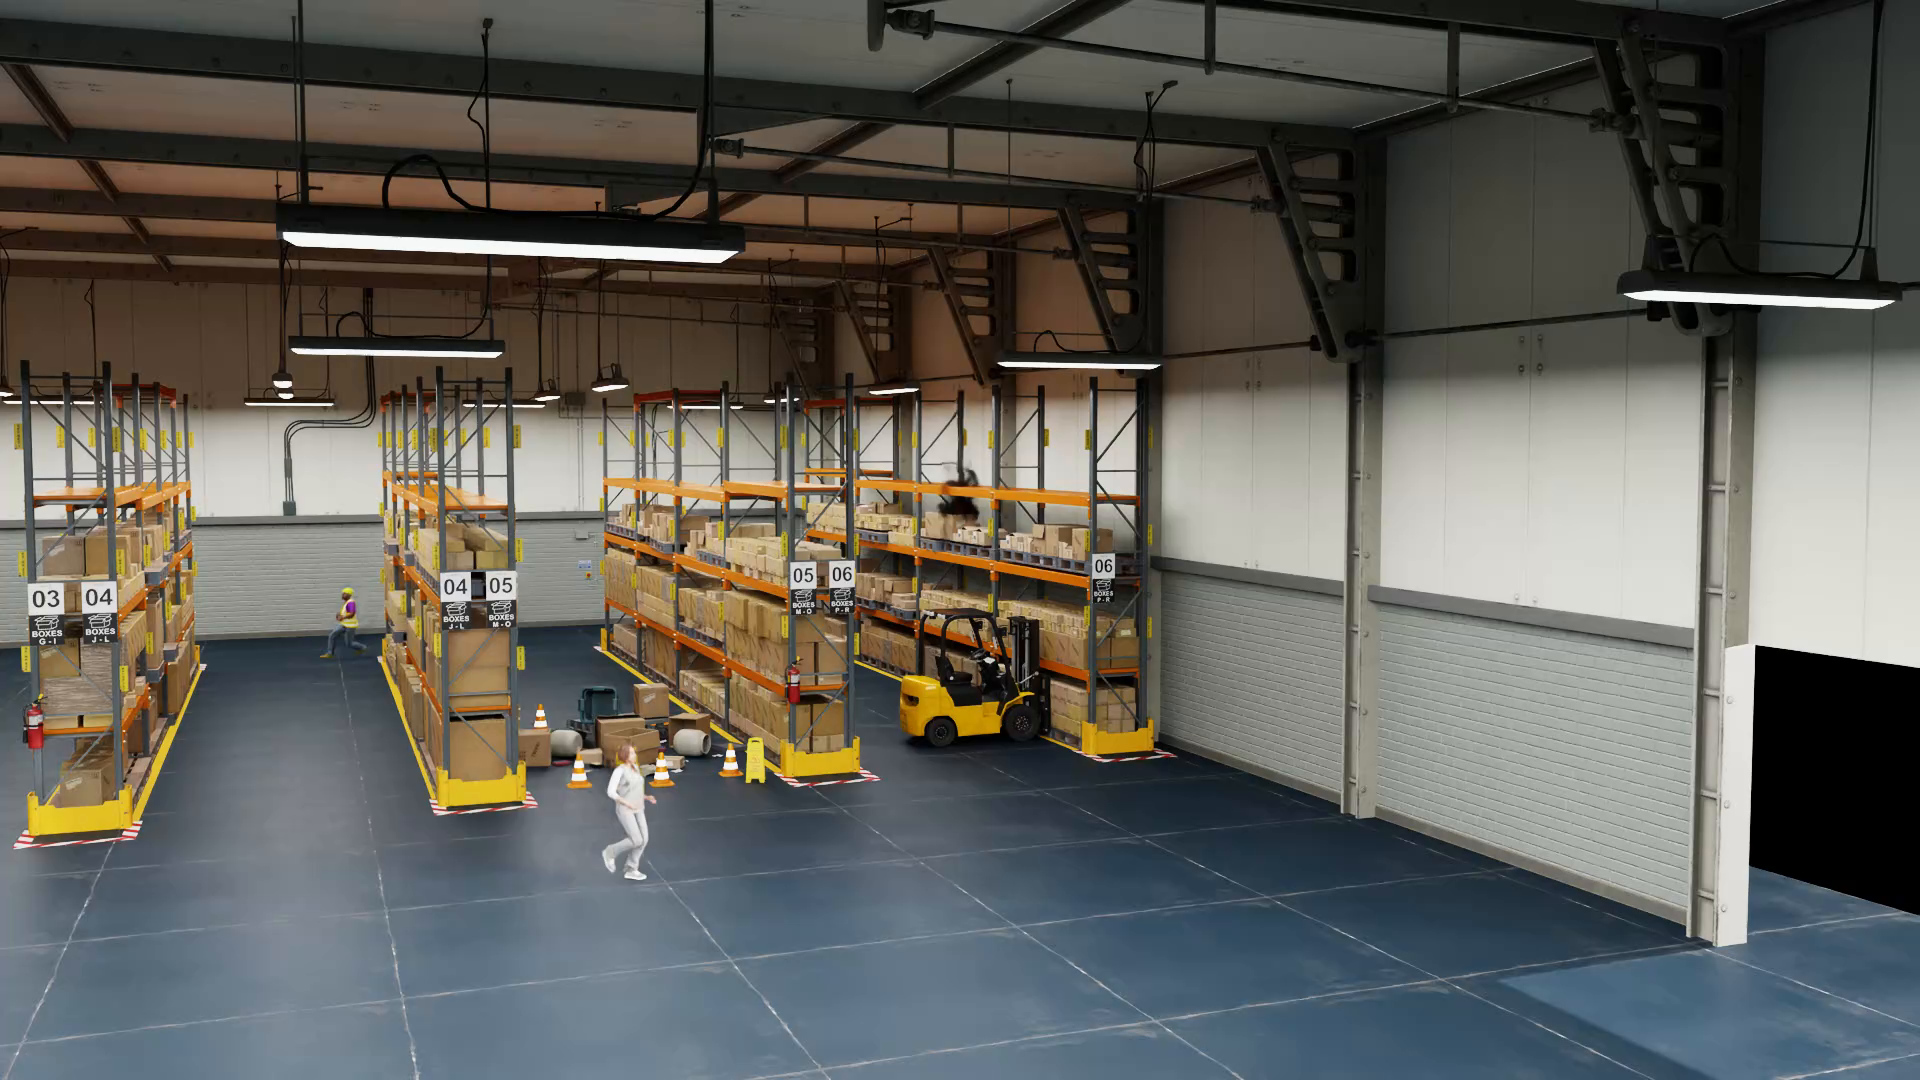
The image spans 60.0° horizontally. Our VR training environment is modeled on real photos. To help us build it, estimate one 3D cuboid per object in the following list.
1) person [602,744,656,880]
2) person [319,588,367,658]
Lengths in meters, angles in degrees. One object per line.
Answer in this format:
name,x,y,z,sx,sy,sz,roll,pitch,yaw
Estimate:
person,-3.776,3.088,18.913,0.563,1.548,0.537,1,4,21
person,-14.023,1.906,37.989,0.753,1.610,1.002,3,5,43
